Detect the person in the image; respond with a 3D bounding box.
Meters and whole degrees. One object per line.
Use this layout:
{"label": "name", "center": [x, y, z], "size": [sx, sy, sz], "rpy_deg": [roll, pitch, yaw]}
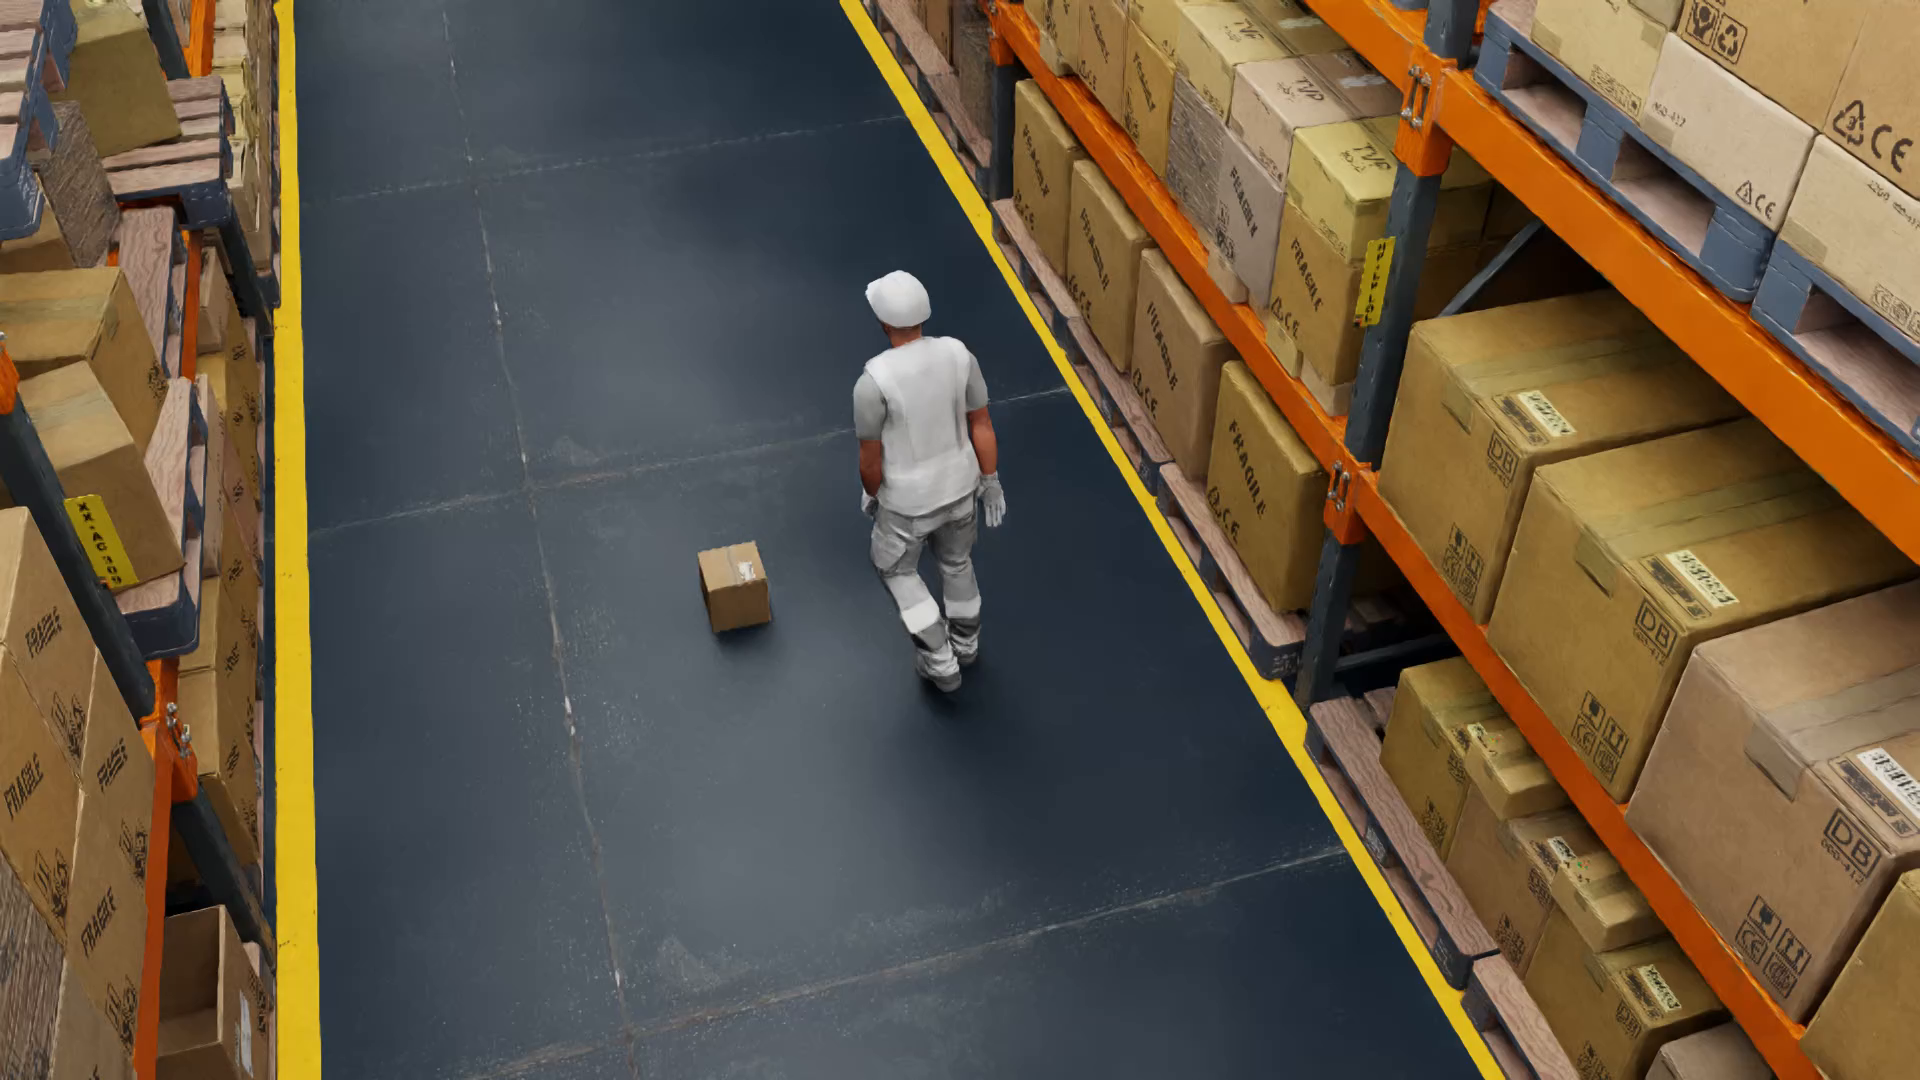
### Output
{"label": "person", "center": [-0.125, -0.186, 6.366], "size": [0.536, 1.761, 0.664], "rpy_deg": [-24, 47, -25]}
